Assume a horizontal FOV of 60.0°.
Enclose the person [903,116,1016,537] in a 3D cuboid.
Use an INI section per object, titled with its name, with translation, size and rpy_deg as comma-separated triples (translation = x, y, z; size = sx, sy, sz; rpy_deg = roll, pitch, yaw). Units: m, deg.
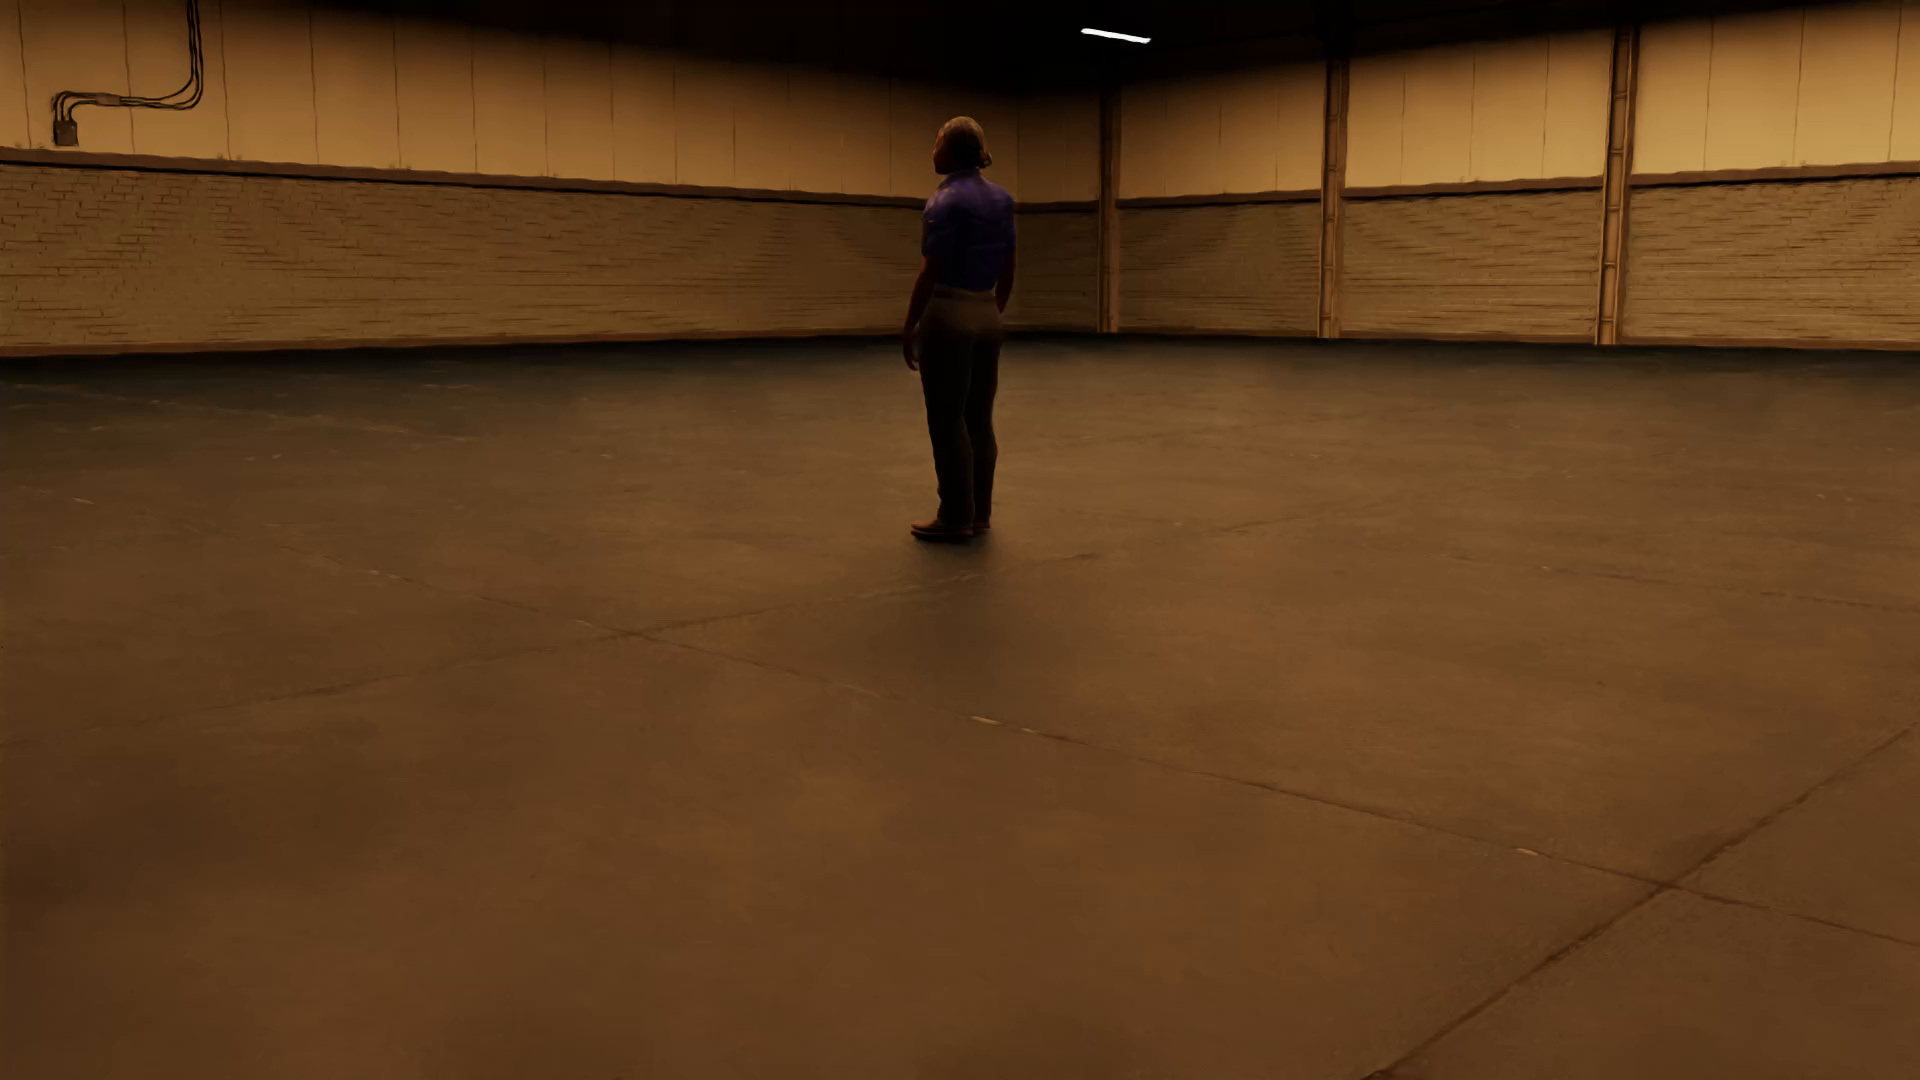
[person]
translation = -0.049, -0.836, 6.667
size = 0.503, 1.654, 0.570
rpy_deg = 8, 12, 43
